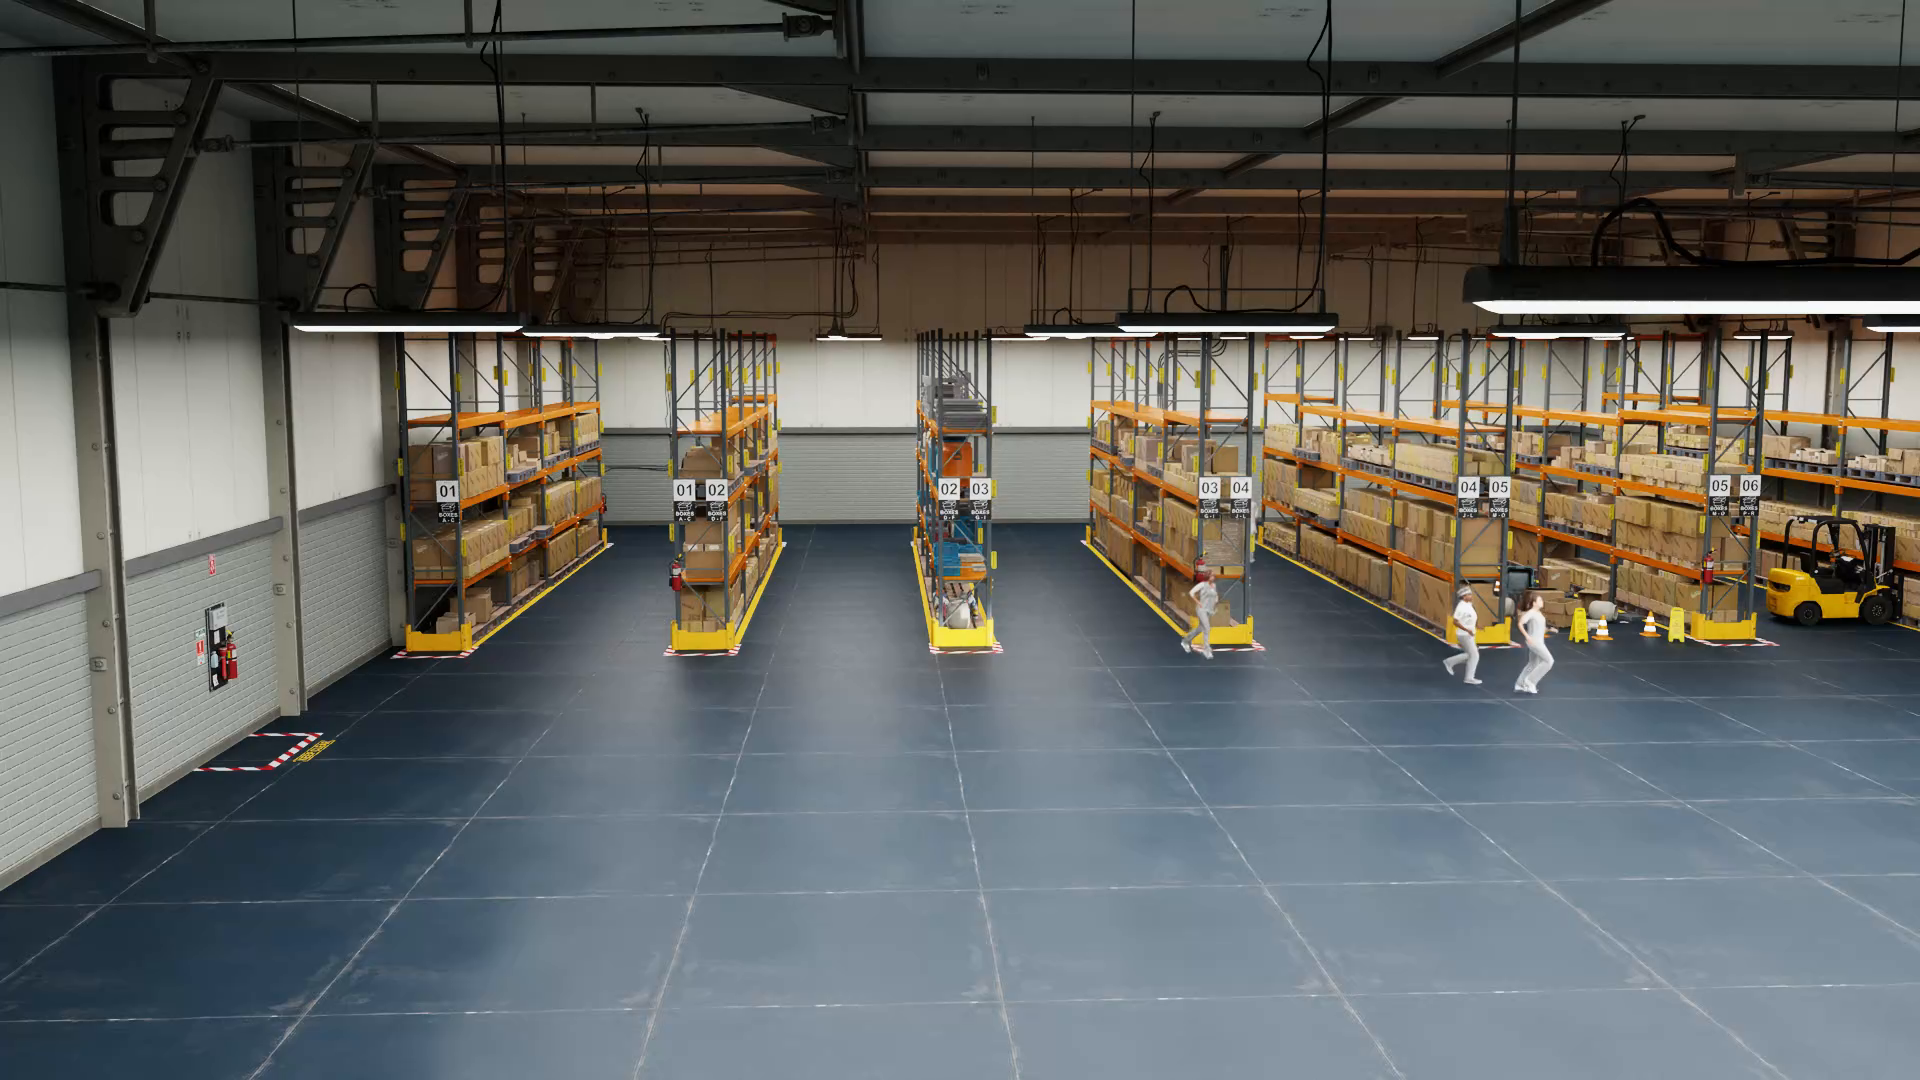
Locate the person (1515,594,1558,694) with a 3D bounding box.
[{"bbox_3d":[9.421,1.693,27.163,0.649,1.640,0.537,4,8,29],"label":"person"}]

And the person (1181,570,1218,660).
[{"bbox_3d":[4.487,1.345,30.621,0.790,1.616,0.540,7,9,44],"label":"person"}]

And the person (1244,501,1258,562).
[{"bbox_3d":[7.589,-0.358,43.951,0.693,1.816,0.857,0,7,-3],"label":"person"}]

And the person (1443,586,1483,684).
[{"bbox_3d":[8.510,1.593,28.128,0.678,1.649,0.579,4,8,30],"label":"person"}]
